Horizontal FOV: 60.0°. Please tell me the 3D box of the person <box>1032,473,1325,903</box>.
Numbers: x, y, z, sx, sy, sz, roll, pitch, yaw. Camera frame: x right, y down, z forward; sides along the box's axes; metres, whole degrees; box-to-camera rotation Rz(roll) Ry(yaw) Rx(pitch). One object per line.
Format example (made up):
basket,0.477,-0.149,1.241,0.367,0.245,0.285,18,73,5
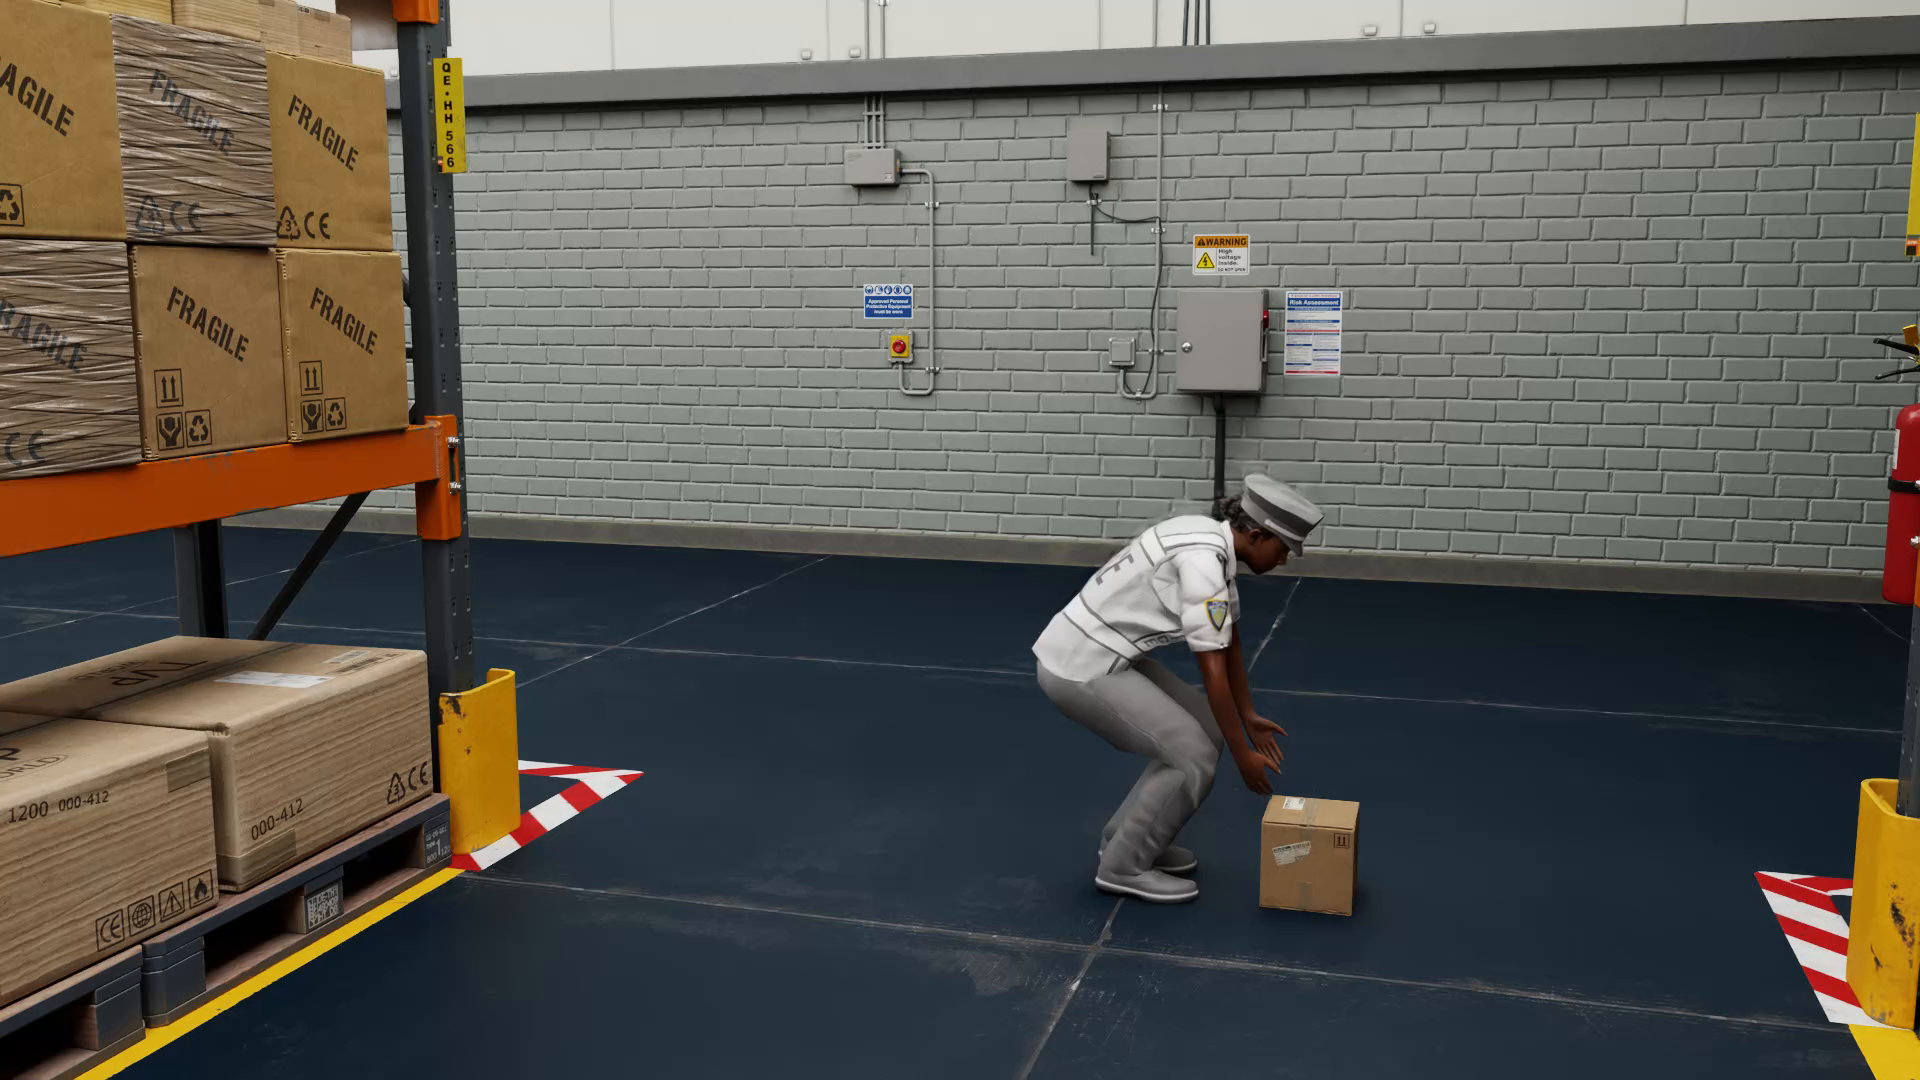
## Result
person,0.620,0.403,4.762,0.803,1.190,0.496,2,9,16
